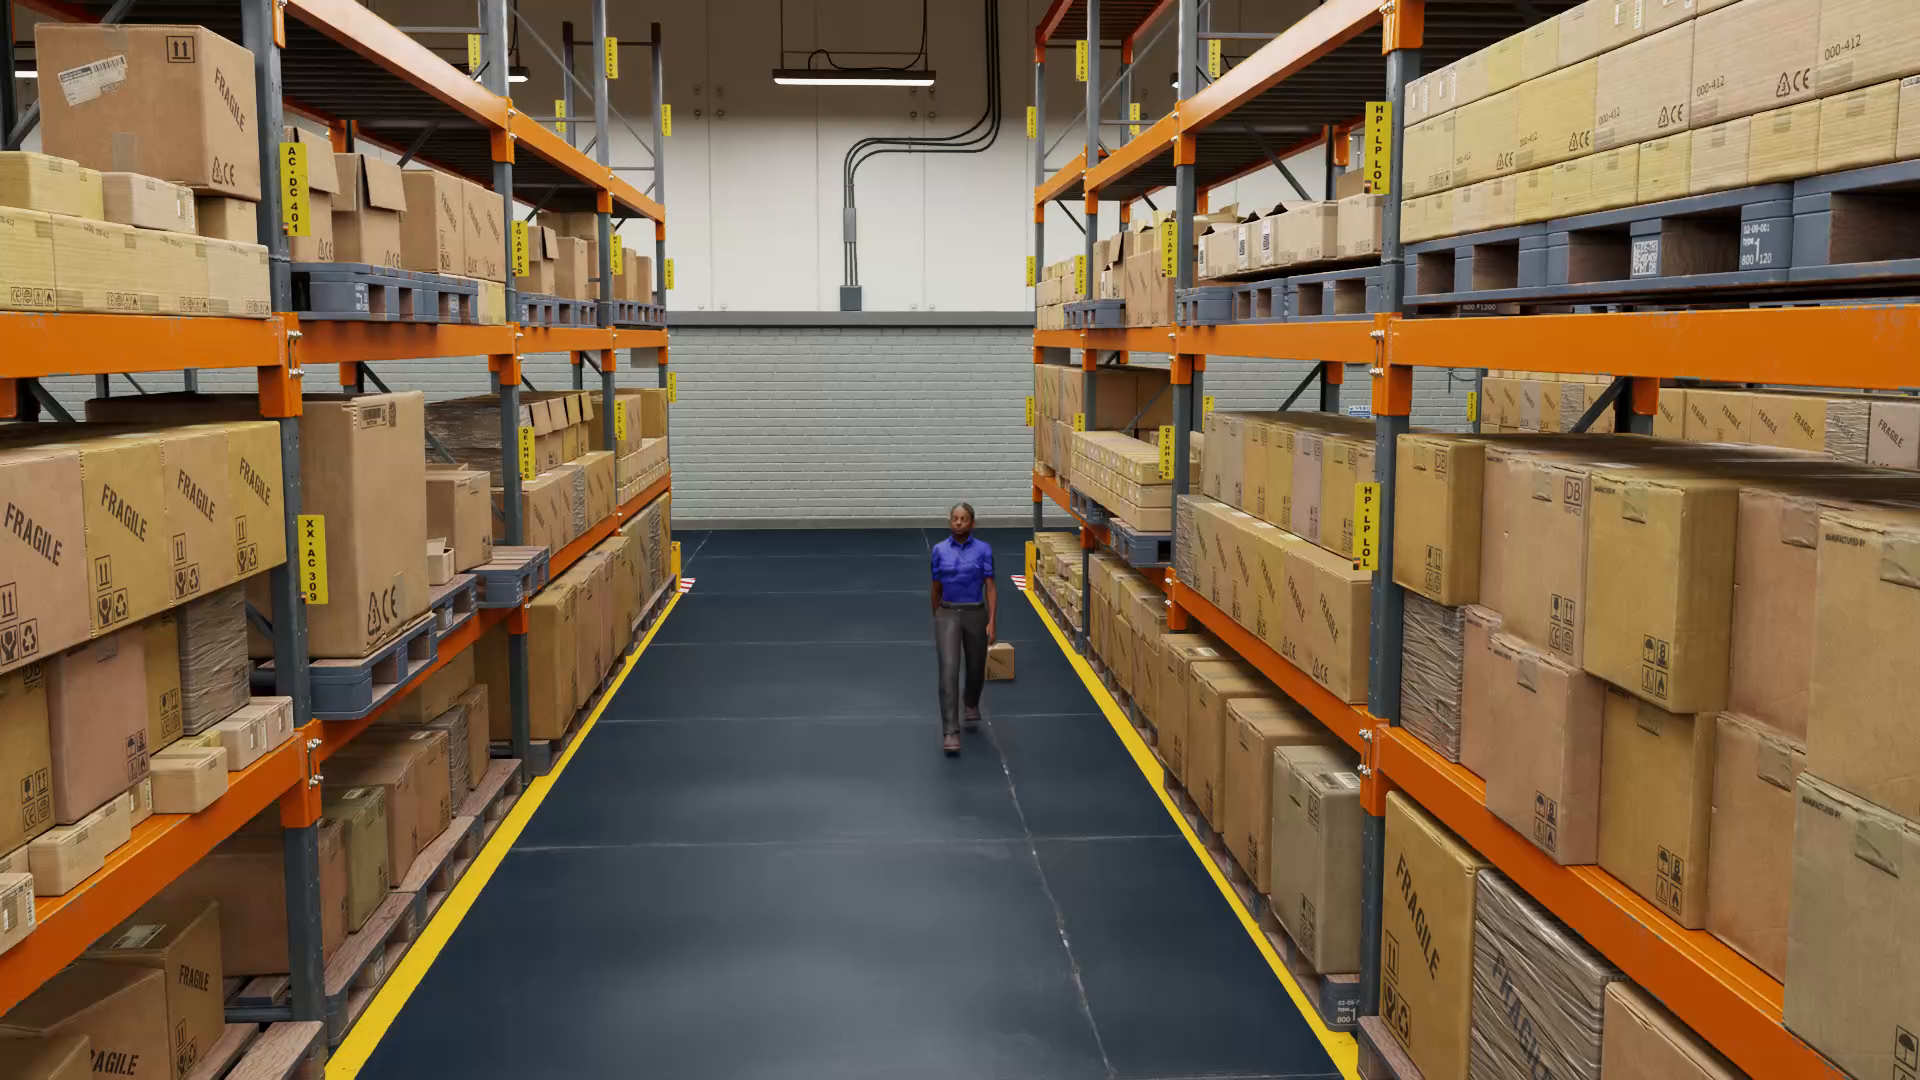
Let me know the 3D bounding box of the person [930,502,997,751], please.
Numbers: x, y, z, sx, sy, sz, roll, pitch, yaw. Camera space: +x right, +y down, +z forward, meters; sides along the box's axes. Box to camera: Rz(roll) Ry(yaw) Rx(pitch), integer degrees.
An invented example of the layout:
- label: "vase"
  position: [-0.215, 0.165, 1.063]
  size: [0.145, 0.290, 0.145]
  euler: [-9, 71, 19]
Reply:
- label: "person"
  position: [0.026, 0.554, 11.262]
  size: [0.444, 1.594, 0.959]
  euler: [0, 7, -3]
